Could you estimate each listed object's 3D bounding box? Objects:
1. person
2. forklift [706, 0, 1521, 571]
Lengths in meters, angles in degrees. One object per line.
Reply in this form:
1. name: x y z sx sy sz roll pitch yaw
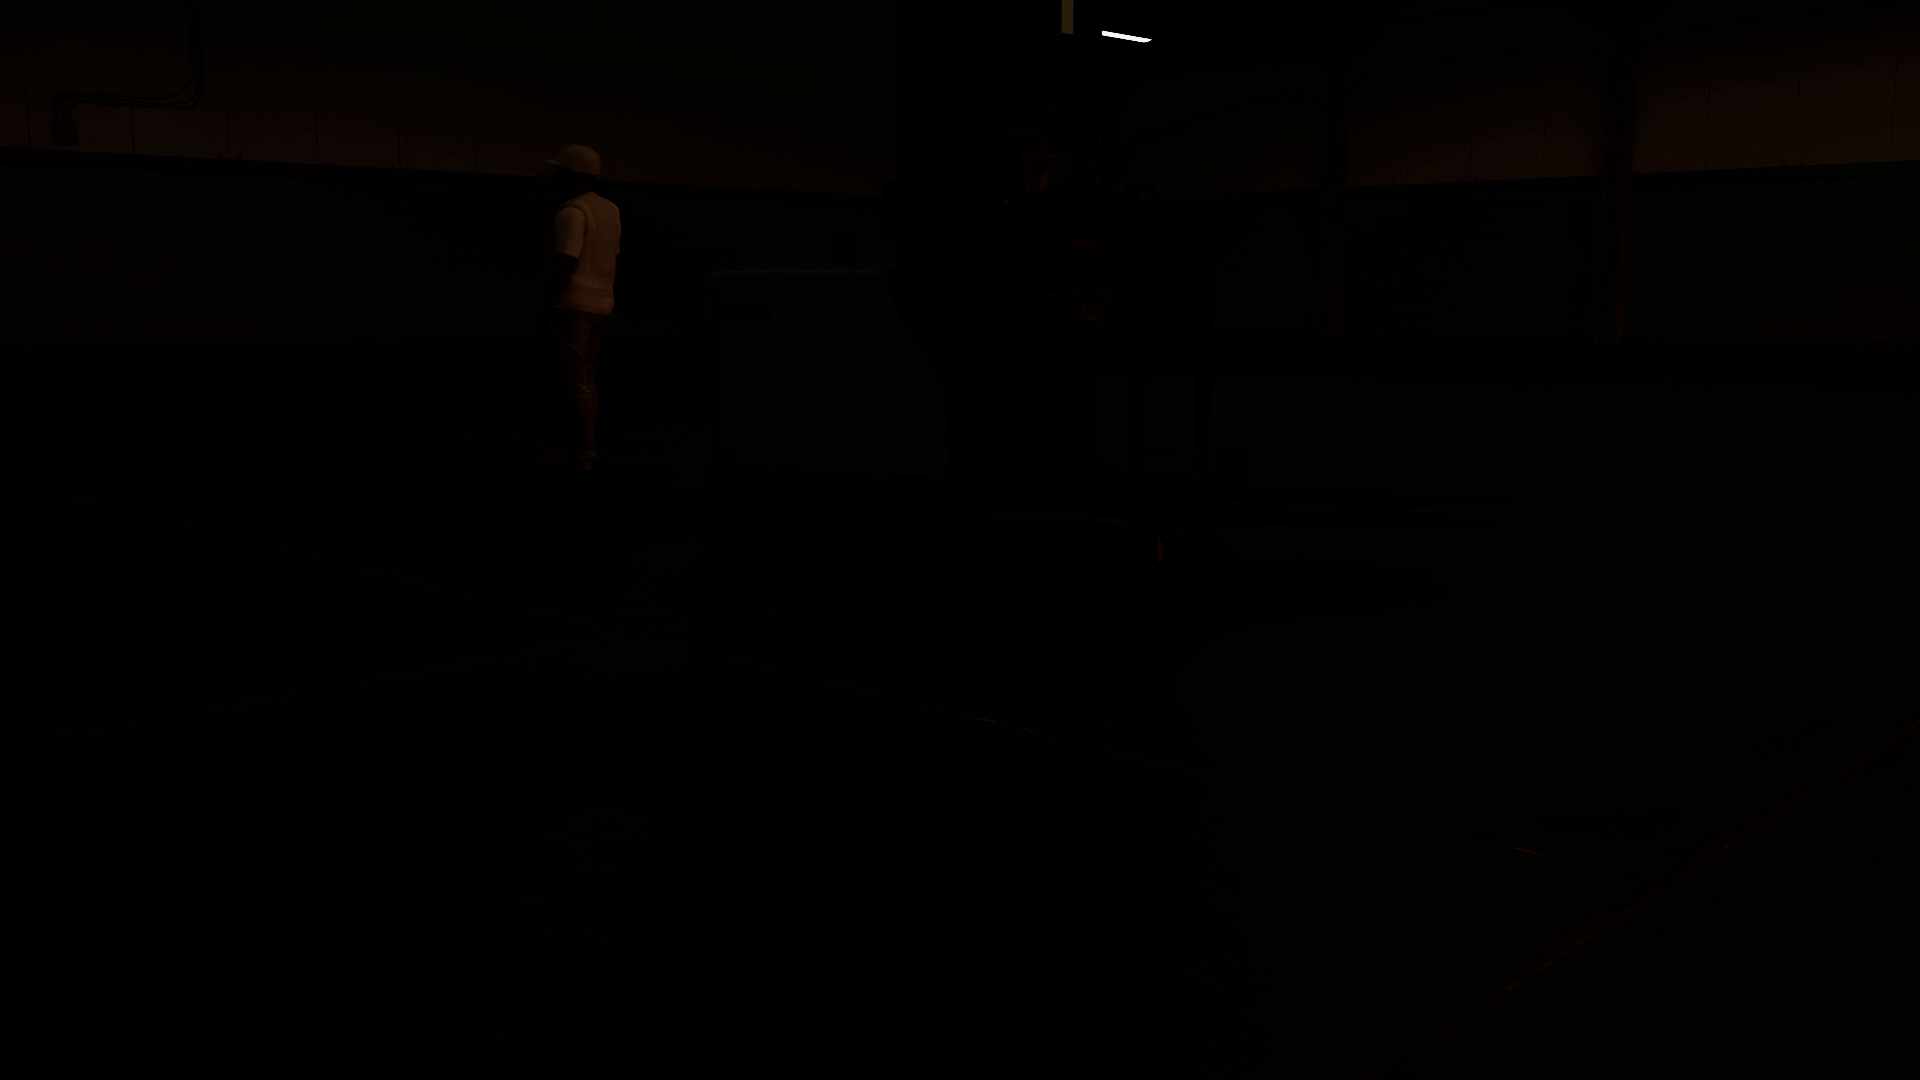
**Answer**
1. person: -2.171 -1.265 9.142 0.574 1.768 0.665 2 9 13
2. forklift: 0.565 -1.416 6.275 3.031 2.935 1.130 3 9 22
